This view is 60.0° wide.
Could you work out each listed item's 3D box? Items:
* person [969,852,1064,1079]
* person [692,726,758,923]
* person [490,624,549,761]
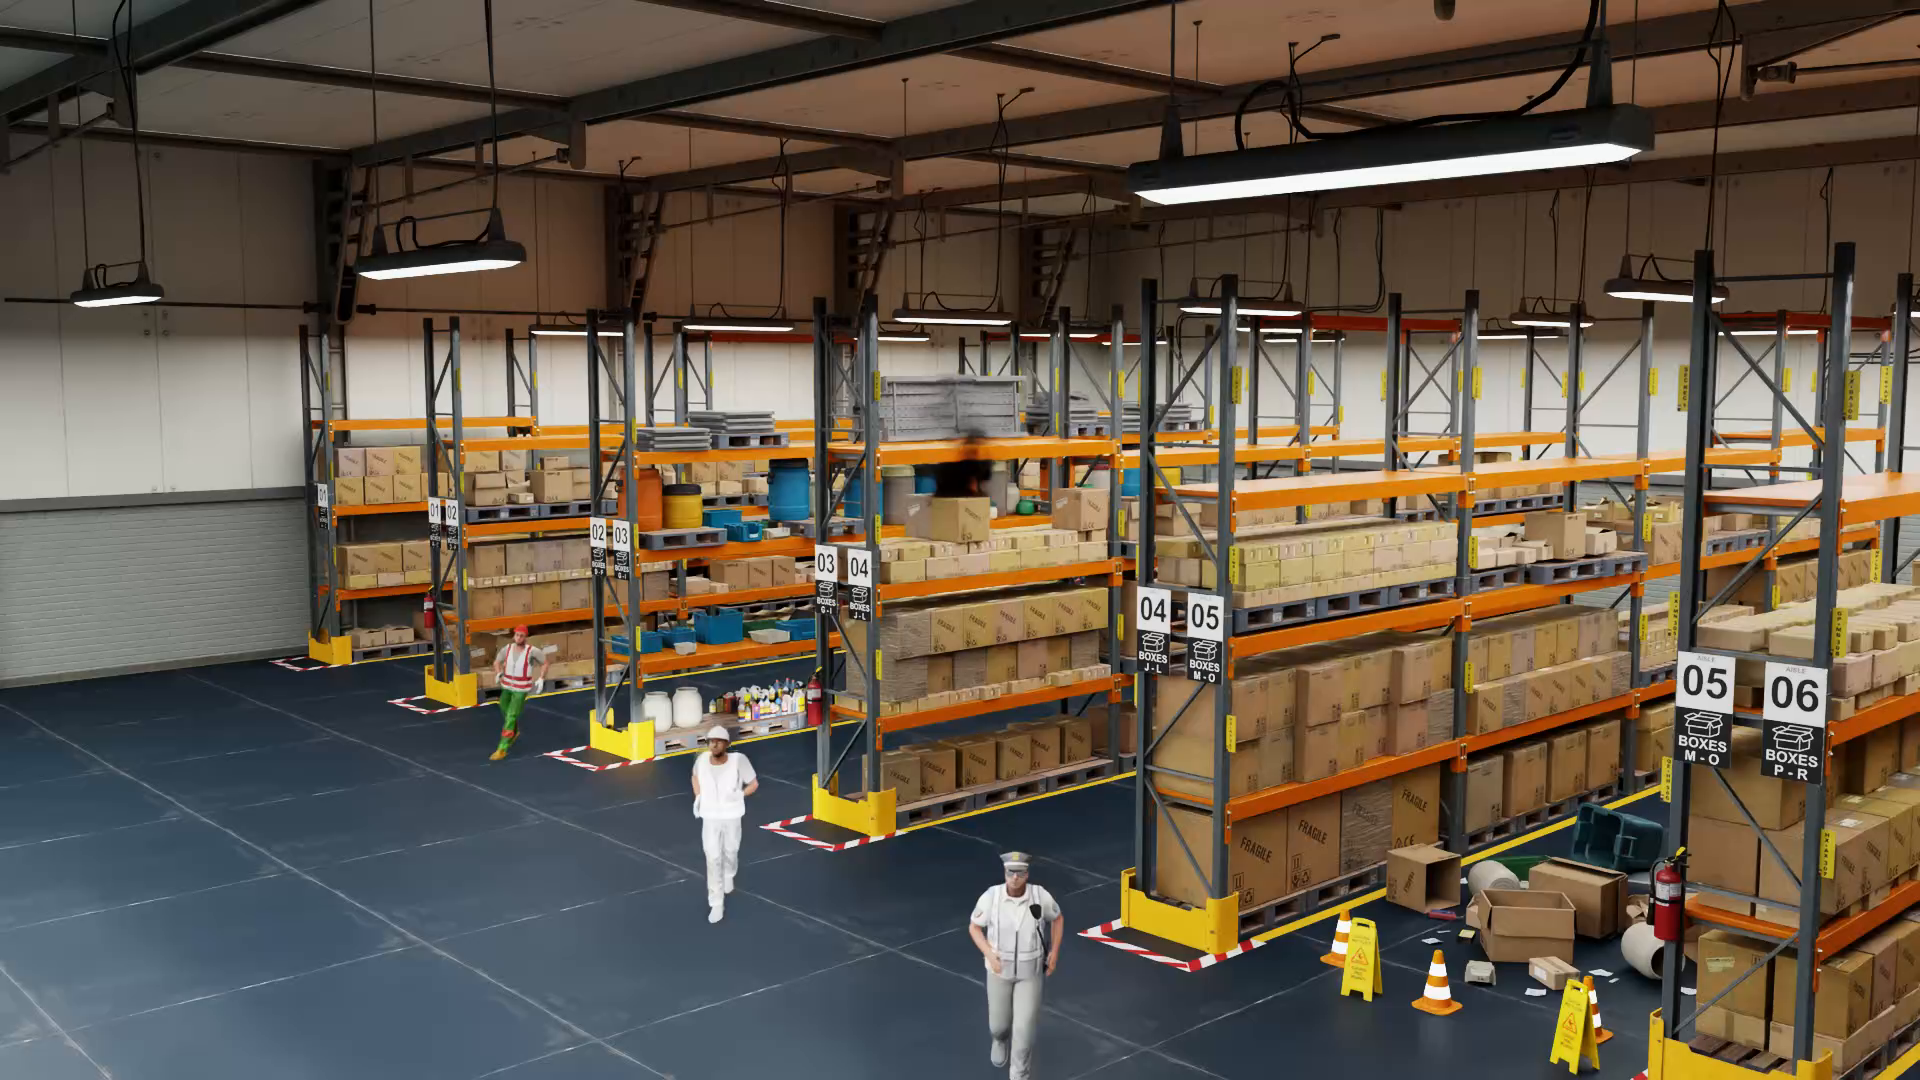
[{"bbox_3d":[0.408,3.090,12.005,0.688,1.781,0.794,0,6,1],"label":"person"},{"bbox_3d":[-2.265,2.665,15.976,0.666,1.795,0.924,0,6,-1],"label":"person"},{"bbox_3d":[-5.952,1.974,22.428,0.714,1.698,0.816,1,6,11],"label":"person"}]
